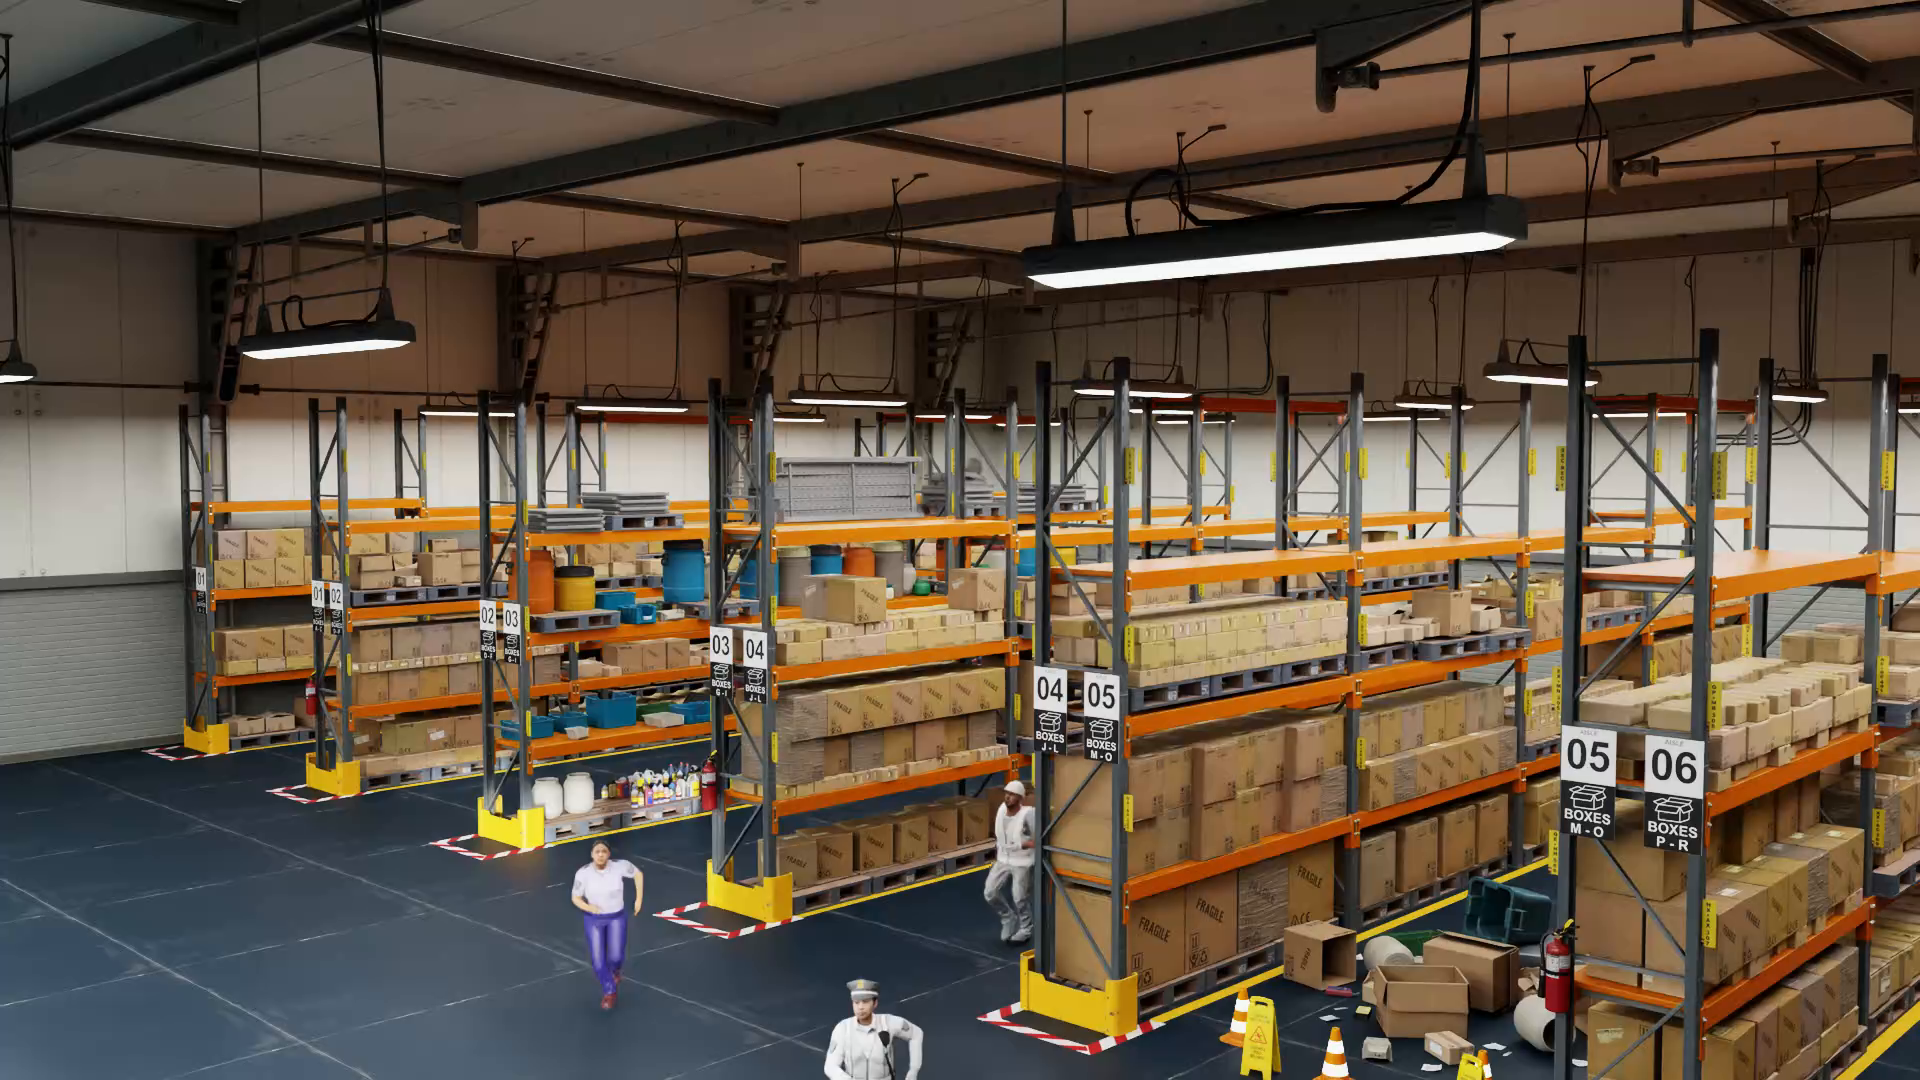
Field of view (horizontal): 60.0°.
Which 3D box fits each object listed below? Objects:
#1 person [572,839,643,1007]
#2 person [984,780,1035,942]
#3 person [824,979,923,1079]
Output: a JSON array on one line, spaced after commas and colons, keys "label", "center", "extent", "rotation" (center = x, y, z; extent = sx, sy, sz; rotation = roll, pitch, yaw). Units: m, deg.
[{"label": "person", "center": [-3.262, 3.568, 15.397], "extent": [0.645, 1.580, 0.624], "rotation": [-1, 3, -11]}, {"label": "person", "center": [0.560, 3.362, 17.335], "extent": [0.674, 1.732, 0.681], "rotation": [2, 4, 37]}, {"label": "person", "center": [-0.581, 3.726, 11.089], "extent": [0.622, 1.670, 0.814], "rotation": [0, 3, 6]}]
